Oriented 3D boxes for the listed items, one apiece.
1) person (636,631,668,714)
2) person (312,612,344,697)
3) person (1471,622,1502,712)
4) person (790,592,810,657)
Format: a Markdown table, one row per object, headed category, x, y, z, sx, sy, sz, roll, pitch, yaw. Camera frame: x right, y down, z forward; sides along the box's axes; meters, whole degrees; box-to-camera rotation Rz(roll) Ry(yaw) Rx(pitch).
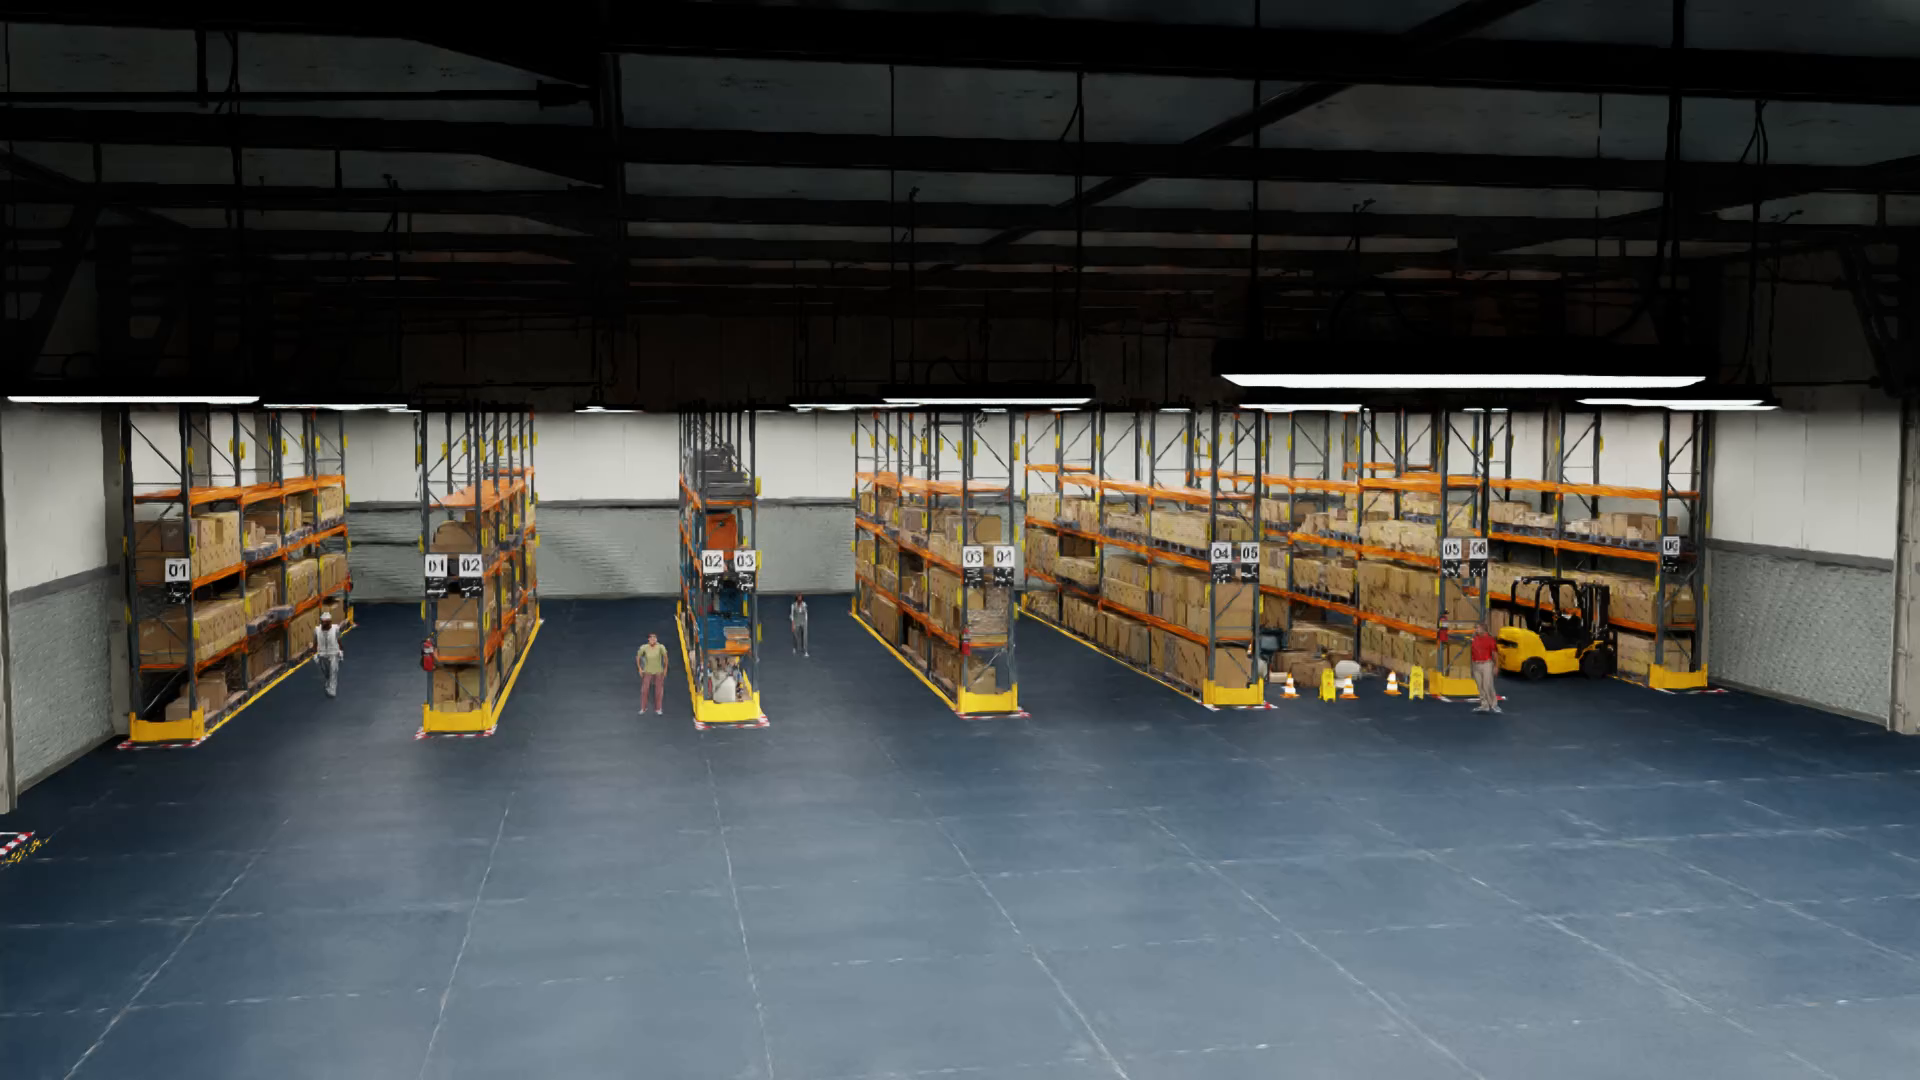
| category | x | y | z | sx | sy | sz | roll | pitch | yaw |
| --- | --- | --- | --- | --- | --- | --- | --- | --- | --- |
| person | -5.871 | 2.526 | 31.747 | 0.598 | 1.619 | 0.507 | -1 | 4 | -12 |
| person | -12.866 | 2.307 | 33.800 | 0.566 | 1.706 | 1.122 | -1 | 4 | -8 |
| person | 10.114 | 2.441 | 31.986 | 0.441 | 1.719 | 0.654 | -3 | 5 | -37 |
| person | -3.807 | 1.982 | 39.314 | 0.419 | 1.514 | 1.038 | -1 | 4 | -13 |
